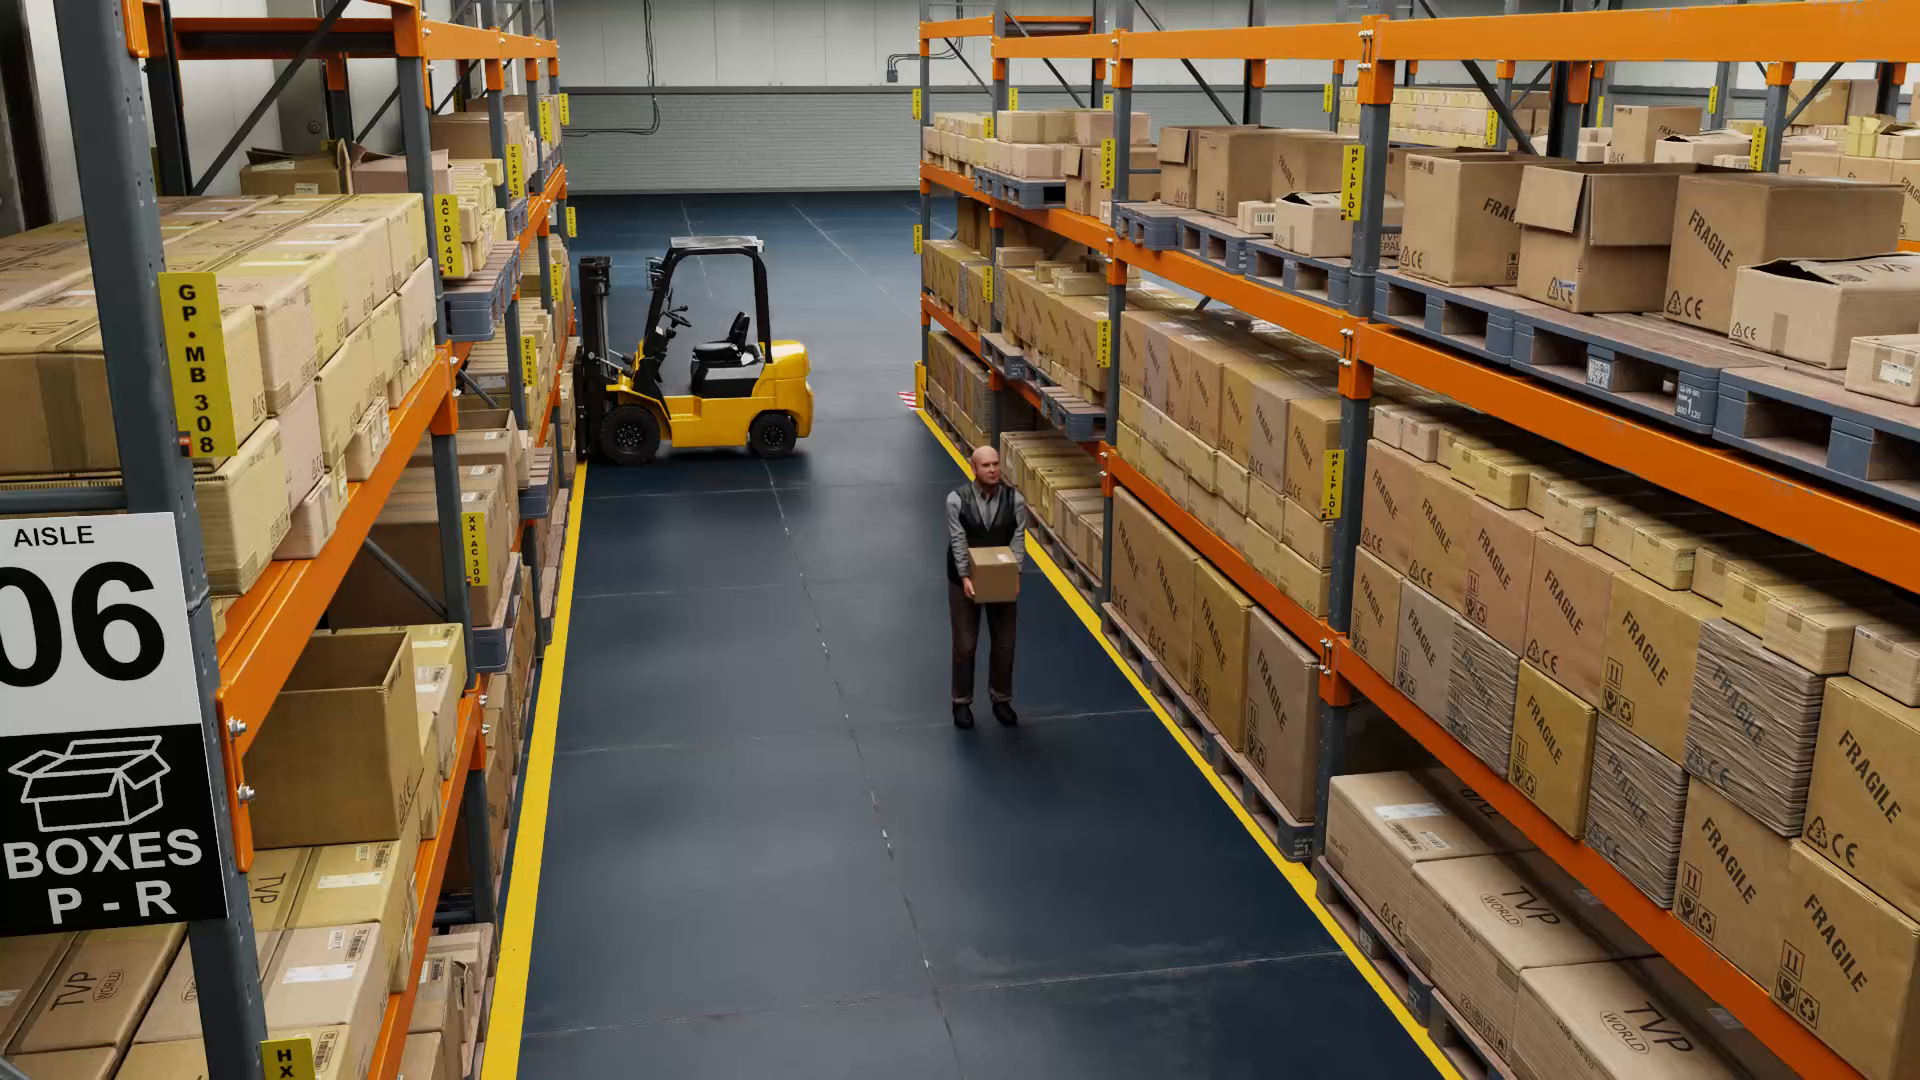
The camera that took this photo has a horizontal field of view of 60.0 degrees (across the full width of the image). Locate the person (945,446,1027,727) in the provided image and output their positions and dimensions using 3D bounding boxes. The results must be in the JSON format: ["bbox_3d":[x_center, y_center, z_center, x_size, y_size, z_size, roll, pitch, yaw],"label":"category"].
[{"bbox_3d":[0.176,0.301,10.058,0.495,1.718,0.555,-3,16,-10],"label":"person"}]
